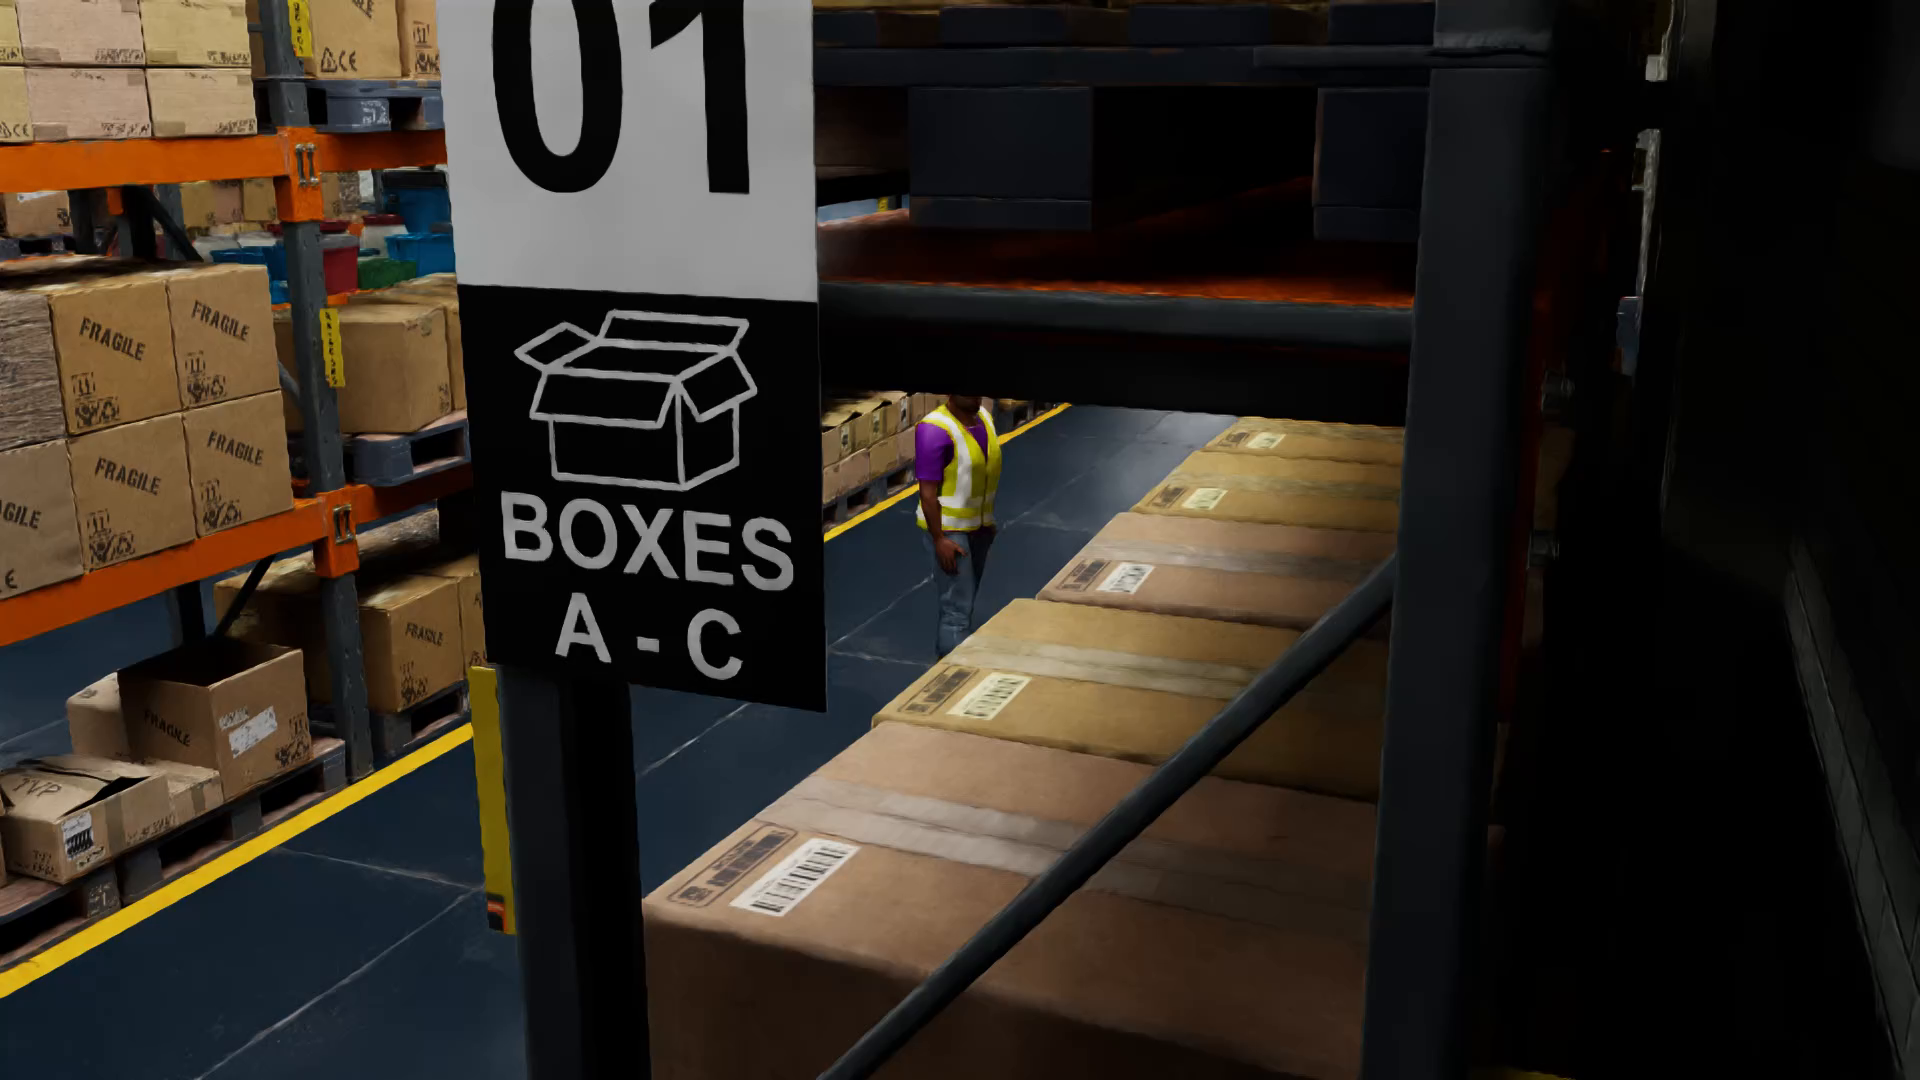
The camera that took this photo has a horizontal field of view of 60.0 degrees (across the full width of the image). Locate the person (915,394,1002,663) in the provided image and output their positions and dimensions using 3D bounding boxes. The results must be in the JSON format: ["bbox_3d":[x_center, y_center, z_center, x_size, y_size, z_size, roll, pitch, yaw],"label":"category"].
[{"bbox_3d":[0.018,-0.069,8.242,0.598,1.762,0.635,9,18,30],"label":"person"}]
